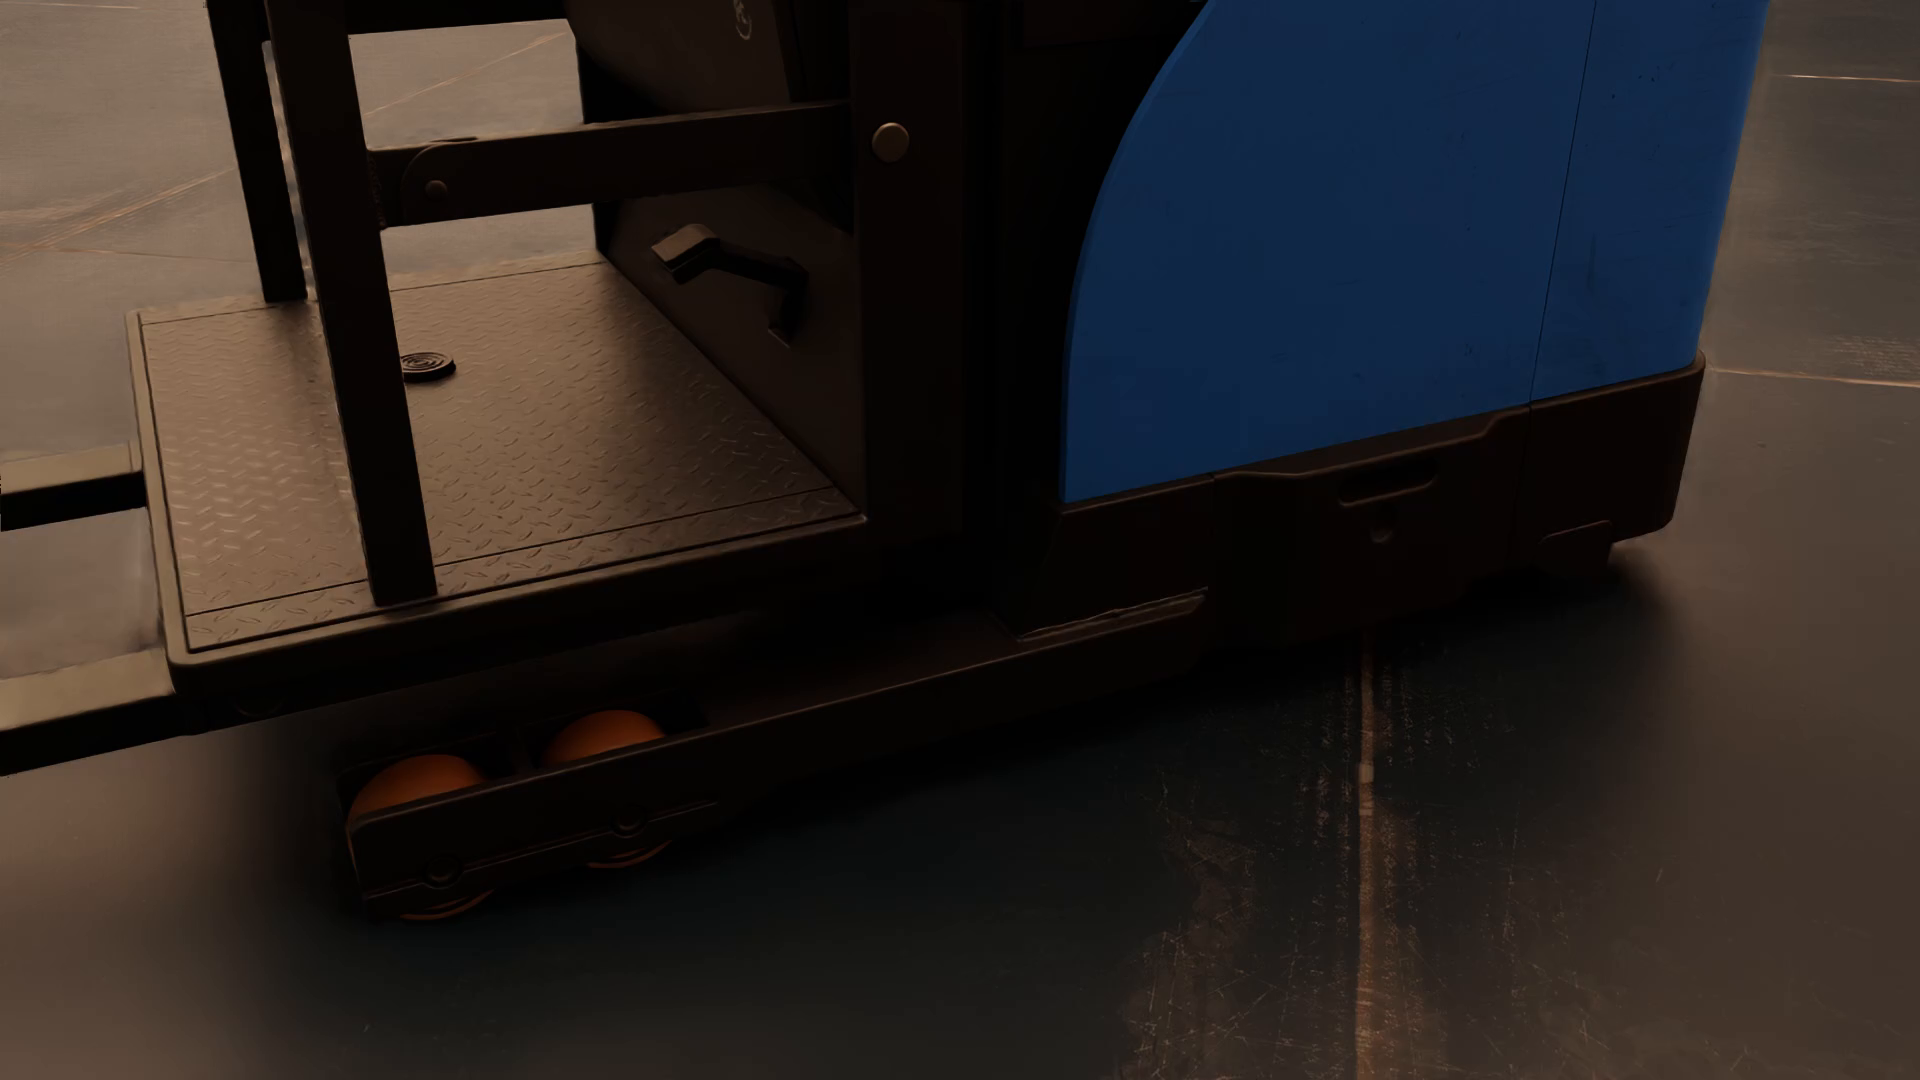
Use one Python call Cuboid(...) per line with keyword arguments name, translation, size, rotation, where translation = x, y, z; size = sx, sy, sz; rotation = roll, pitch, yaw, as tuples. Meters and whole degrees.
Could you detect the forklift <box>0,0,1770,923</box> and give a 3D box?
Cuboid(name="forklift", translation=(-0.514, -1.188, 1.600), size=(3.031, 2.935, 1.130), rotation=(-12, 29, -23))
